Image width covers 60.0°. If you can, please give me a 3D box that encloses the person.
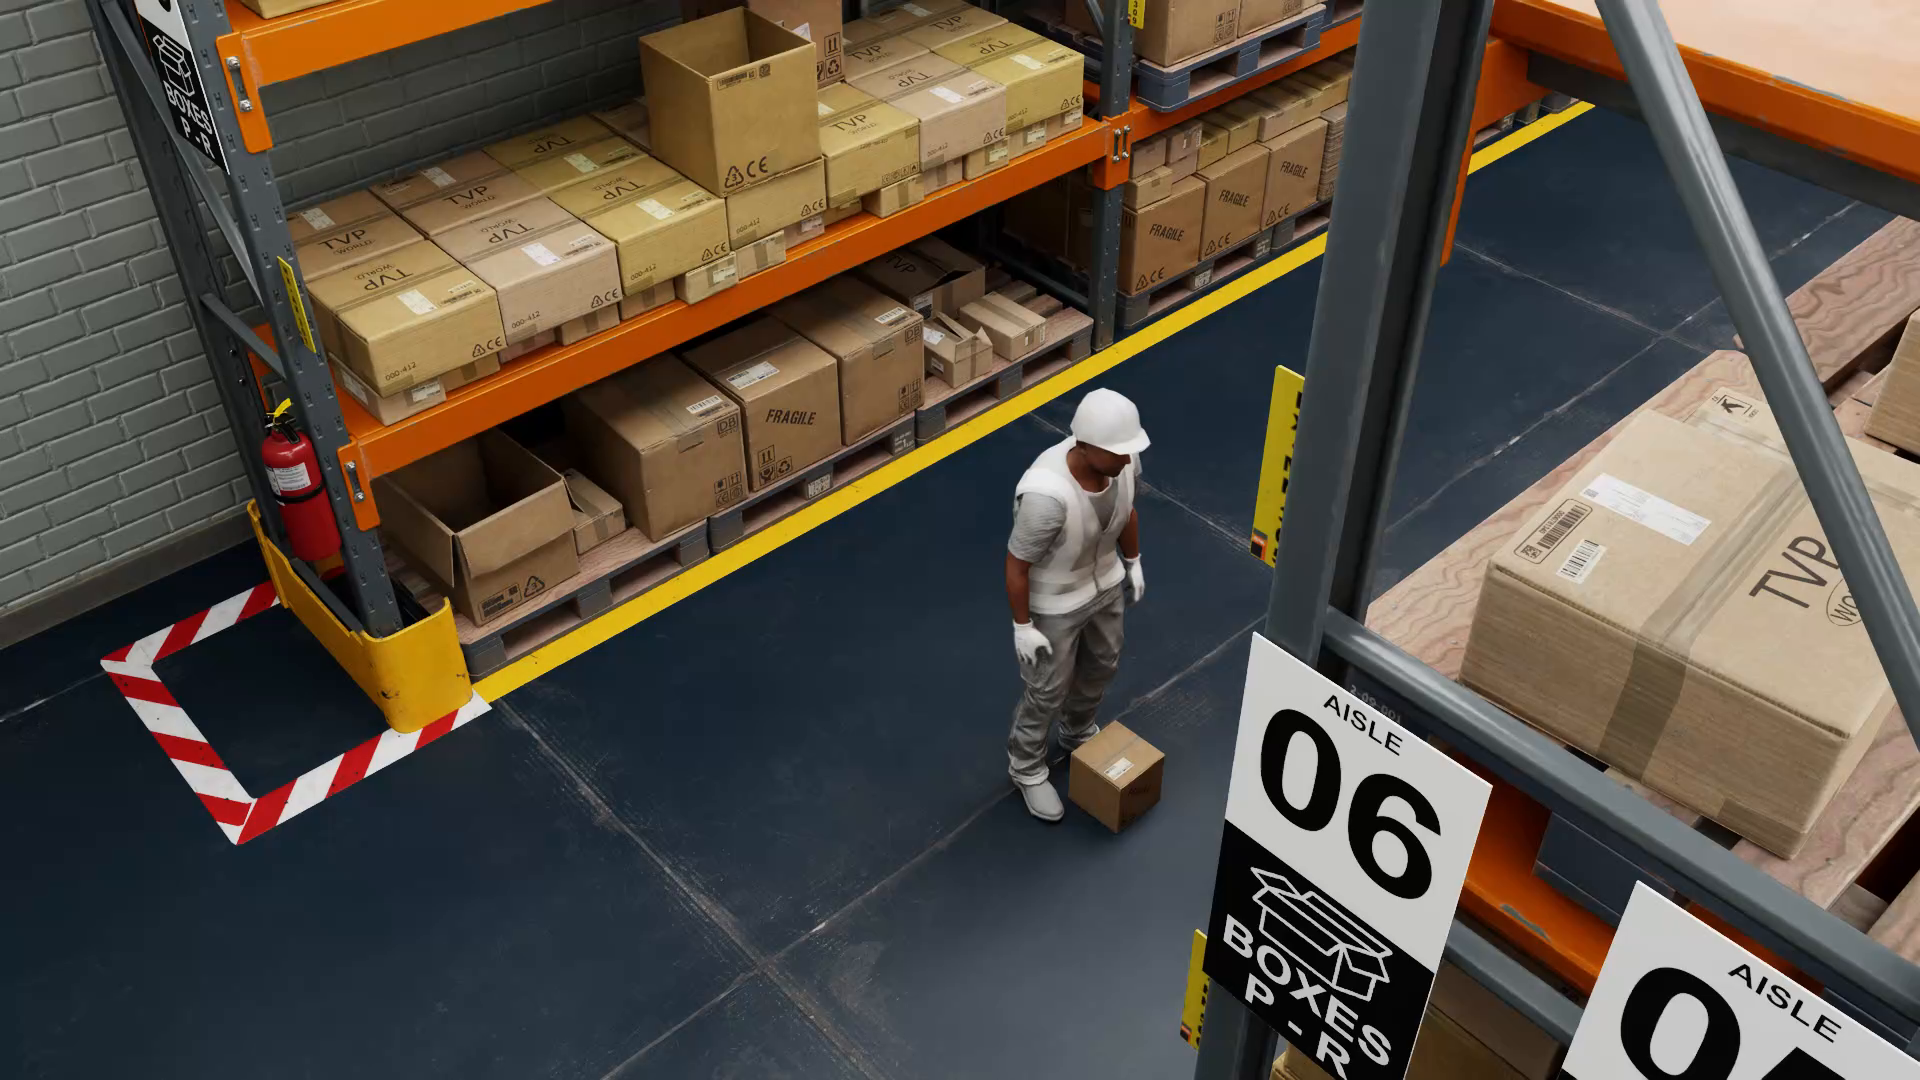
[{"bbox_3d":[0.414,0.202,5.901,0.618,1.774,0.447,-30,48,-31],"label":"person"}]
